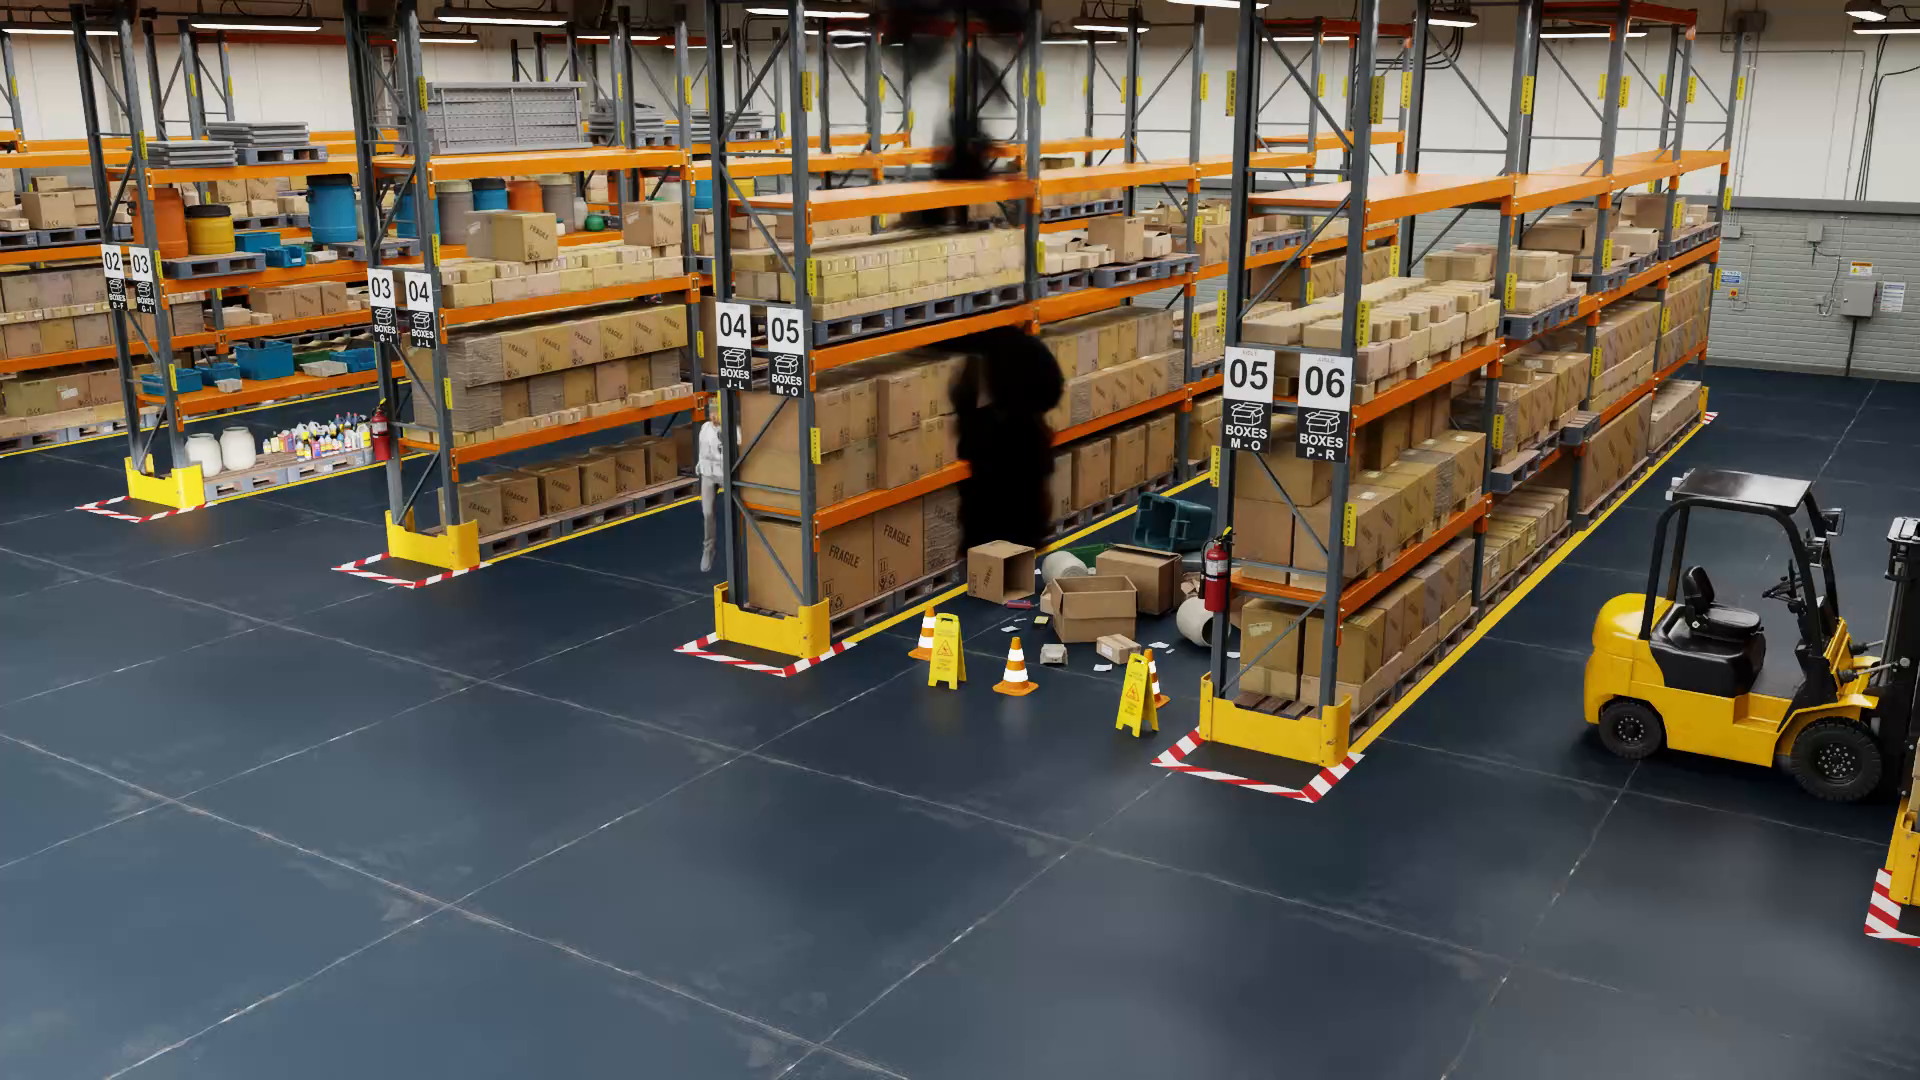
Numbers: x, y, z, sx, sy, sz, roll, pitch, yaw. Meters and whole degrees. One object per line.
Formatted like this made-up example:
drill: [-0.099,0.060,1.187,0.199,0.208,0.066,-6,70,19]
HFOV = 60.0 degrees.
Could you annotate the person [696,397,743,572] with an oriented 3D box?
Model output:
person: [-2.499,-0.599,17.205,0.580,1.804,0.720,5,16,16]
